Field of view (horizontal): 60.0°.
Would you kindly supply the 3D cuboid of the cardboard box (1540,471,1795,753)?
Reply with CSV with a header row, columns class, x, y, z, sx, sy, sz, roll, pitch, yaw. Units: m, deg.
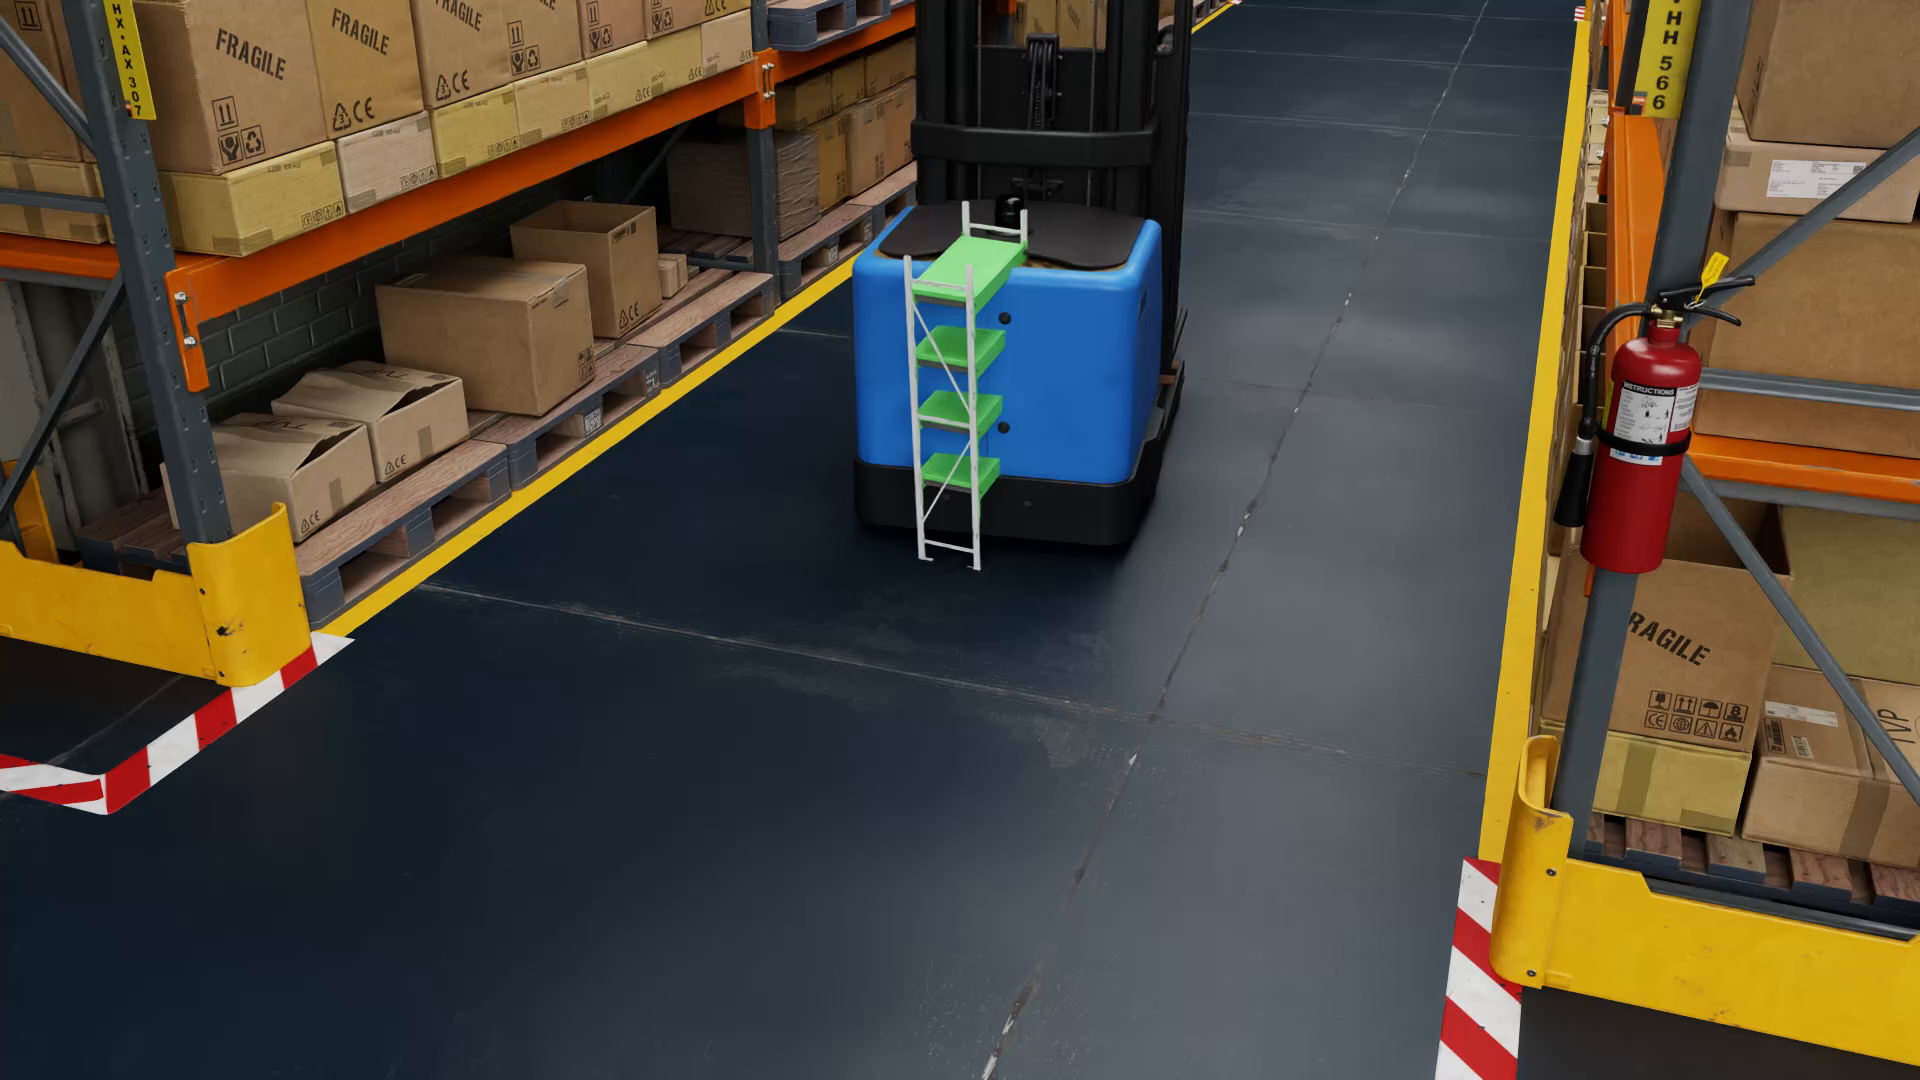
class,x,y,z,sx,sy,sz,roll,pitch,yaw
cardboard box,1.800,0.166,4.277,0.500,0.500,0.500,9,27,17

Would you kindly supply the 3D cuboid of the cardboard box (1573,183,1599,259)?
class,x,y,z,sx,sy,sz,roll,pitch,yaw
cardboard box,3.265,-1.551,8.042,0.500,0.311,0.500,10,27,19

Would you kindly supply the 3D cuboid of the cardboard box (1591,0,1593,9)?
class,x,y,z,sx,sy,sz,roll,pitch,yaw
cardboard box,6.611,-5.429,16.671,0.500,0.250,0.500,9,27,17

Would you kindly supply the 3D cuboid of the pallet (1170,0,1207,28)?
class,x,y,z,sx,sy,sz,roll,pitch,yaw
pallet,1.954,-5.478,17.323,1.003,0.211,1.213,9,27,17

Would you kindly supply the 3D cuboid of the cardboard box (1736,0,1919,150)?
class,x,y,z,sx,sy,sz,roll,pitch,yaw
cardboard box,2.087,-1.122,3.521,0.700,0.500,0.500,9,27,18

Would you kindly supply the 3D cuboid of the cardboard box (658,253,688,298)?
class,x,y,z,sx,sy,sz,roll,pitch,yaw
cardboard box,-1.589,-1.340,8.322,0.380,0.166,0.250,5,26,11

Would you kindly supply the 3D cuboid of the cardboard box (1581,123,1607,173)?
class,x,y,z,sx,sy,sz,roll,pitch,yaw
cardboard box,3.774,-2.173,9.327,0.500,0.311,0.500,8,27,16

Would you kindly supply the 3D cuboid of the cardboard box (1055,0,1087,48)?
class,x,y,z,sx,sy,sz,roll,pitch,yaw
cardboard box,0.557,-4.149,13.362,0.750,0.750,0.750,9,27,17

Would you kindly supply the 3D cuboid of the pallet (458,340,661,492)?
class,x,y,z,sx,sy,sz,roll,pitch,yaw
pallet,-2.034,-0.602,7.252,1.003,0.211,1.213,9,27,17

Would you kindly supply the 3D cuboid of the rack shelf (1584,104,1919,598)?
class,x,y,z,sx,sy,sz,roll,pitch,yaw
rack shelf,2.567,-0.779,5.243,1.077,0.370,4.000,9,27,17

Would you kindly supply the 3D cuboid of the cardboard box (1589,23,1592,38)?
class,x,y,z,sx,sy,sz,roll,pitch,yaw
cardboard box,5.885,-4.565,15.004,0.380,0.149,0.250,9,27,17

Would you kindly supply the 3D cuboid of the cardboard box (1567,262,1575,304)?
class,x,y,z,sx,sy,sz,roll,pitch,yaw
cardboard box,3.098,-1.089,7.730,0.500,0.250,0.500,8,27,17

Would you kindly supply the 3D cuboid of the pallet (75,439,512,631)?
class,x,y,z,sx,sy,sz,roll,pitch,yaw
pallet,-2.442,-0.103,6.220,1.003,0.211,1.213,9,27,17

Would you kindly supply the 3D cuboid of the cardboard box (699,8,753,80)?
class,x,y,z,sx,sy,sz,roll,pitch,yaw
cardboard box,-1.311,-2.345,7.799,0.500,0.250,0.500,9,27,18

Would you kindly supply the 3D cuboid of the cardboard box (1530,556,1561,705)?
class,x,y,z,sx,sy,sz,roll,pitch,yaw
cardboard box,1.957,0.297,4.868,0.500,0.250,0.500,9,27,17

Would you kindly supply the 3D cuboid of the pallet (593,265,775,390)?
class,x,y,z,sx,sy,sz,roll,pitch,yaw
pallet,-1.630,-1.105,8.291,1.003,0.211,1.213,9,27,17

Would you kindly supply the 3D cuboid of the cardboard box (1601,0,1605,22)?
class,x,y,z,sx,sy,sz,roll,pitch,yaw
cardboard box,5.172,-4.048,12.673,0.500,0.250,0.500,9,27,18

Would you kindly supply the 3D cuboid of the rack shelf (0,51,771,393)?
class,x,y,z,sx,sy,sz,roll,pitch,yaw
rack shelf,-2.105,-1.496,6.723,1.077,0.370,4.000,9,27,17

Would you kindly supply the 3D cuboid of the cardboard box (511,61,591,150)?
class,x,y,z,sx,sy,sz,roll,pitch,yaw
cardboard box,-1.804,-1.725,6.520,0.500,0.250,0.500,9,27,18

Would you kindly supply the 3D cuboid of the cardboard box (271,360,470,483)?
class,x,y,z,sx,sy,sz,roll,pitch,yaw
cardboard box,-2.266,-0.491,6.403,0.500,0.311,0.500,11,28,22

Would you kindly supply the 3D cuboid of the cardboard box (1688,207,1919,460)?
class,x,y,z,sx,sy,sz,roll,pitch,yaw
cardboard box,2.069,-0.516,3.759,0.700,0.500,0.500,9,27,17

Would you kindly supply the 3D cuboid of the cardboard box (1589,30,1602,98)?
class,x,y,z,sx,sy,sz,roll,pitch,yaw
cardboard box,4.995,-3.489,12.378,0.500,0.500,0.500,8,27,15

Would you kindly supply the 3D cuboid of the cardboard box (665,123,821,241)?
class,x,y,z,sx,sy,sz,roll,pitch,yaw
cardboard box,-1.210,-2.019,9.342,0.700,0.500,0.500,10,27,19

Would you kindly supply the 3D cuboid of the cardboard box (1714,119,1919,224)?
class,x,y,z,sx,sy,sz,roll,pitch,yaw
cardboard box,1.849,-0.803,3.607,0.380,0.149,0.250,8,27,17

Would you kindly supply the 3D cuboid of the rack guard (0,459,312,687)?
class,x,y,z,sx,sy,sz,roll,pitch,yaw
rack guard,-2.745,0.096,5.478,1.175,0.500,0.348,9,27,17

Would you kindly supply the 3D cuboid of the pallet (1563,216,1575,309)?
class,x,y,z,sx,sy,sz,roll,pitch,yaw
pallet,3.846,-1.481,9.067,1.003,0.211,1.213,9,27,17

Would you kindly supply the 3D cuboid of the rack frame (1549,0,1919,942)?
class,x,y,z,sx,sy,sz,roll,pitch,yaw
rack frame,1.902,-0.281,3.388,1.000,3.000,0.127,9,27,17

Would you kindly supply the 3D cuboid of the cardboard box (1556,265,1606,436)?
class,x,y,z,sx,sy,sz,roll,pitch,yaw
cardboard box,2.451,-0.658,5.979,0.500,0.500,0.500,9,27,17

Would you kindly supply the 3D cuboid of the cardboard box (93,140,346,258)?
class,x,y,z,sx,sy,sz,roll,pitch,yaw
cardboard box,-2.309,-1.094,5.216,0.500,0.250,0.500,8,27,16

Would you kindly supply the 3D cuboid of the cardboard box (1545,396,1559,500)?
class,x,y,z,sx,sy,sz,roll,pitch,yaw
cardboard box,2.450,-0.320,6.143,0.500,0.250,0.500,9,27,17

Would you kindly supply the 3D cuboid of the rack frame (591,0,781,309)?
class,x,y,z,sx,sy,sz,roll,pitch,yaw
rack frame,-1.440,-2.642,8.264,1.000,3.000,0.127,9,27,17

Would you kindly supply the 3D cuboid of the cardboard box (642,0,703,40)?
class,x,y,z,sx,sy,sz,roll,pitch,yaw
cardboard box,-1.466,-2.476,7.210,0.500,0.500,0.500,9,27,17

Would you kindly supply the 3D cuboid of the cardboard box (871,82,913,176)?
class,x,y,z,sx,sy,sz,roll,pitch,yaw
cardboard box,-0.719,-2.652,10.648,0.700,0.500,0.500,9,27,17

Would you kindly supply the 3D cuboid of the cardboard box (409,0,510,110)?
class,x,y,z,sx,sy,sz,roll,pitch,yaw
cardboard box,-1.977,-1.843,5.902,0.500,0.500,0.500,8,27,16

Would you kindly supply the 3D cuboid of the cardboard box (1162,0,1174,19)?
class,x,y,z,sx,sy,sz,roll,pitch,yaw
cardboard box,1.738,-5.492,16.537,0.700,0.500,0.500,8,27,17

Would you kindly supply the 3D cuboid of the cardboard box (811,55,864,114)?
class,x,y,z,sx,sy,sz,roll,pitch,yaw
cardboard box,-0.897,-2.753,9.997,0.500,0.250,0.500,8,27,16

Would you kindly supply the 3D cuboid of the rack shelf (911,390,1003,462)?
class,x,y,z,sx,sy,sz,roll,pitch,yaw
rack shelf,0.043,-0.481,5.958,0.258,0.148,0.480,12,36,20

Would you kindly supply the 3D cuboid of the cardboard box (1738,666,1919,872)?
class,x,y,z,sx,sy,sz,roll,pitch,yaw
cardboard box,2.290,0.579,4.285,0.500,0.250,0.500,9,27,17

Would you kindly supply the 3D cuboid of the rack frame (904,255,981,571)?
class,x,y,z,sx,sy,sz,roll,pitch,yaw
rack frame,-0.055,-0.408,5.737,0.240,1.200,0.015,12,36,20

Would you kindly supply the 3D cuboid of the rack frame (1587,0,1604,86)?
class,x,y,z,sx,sy,sz,roll,pitch,yaw
rack frame,5.895,-5.212,13.573,1.000,3.000,0.127,9,27,17

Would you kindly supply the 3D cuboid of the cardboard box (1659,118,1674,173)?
class,x,y,z,sx,sy,sz,roll,pitch,yaw
cardboard box,2.922,-1.569,5.933,0.700,0.500,0.500,8,27,17

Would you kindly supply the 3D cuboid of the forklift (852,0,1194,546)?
class,x,y,z,sx,sy,sz,roll,pitch,yaw
forklift,0.416,-1.918,6.847,1.130,2.935,3.031,5,26,11

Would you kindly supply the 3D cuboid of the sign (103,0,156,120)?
class,x,y,z,sx,sy,sz,roll,pitch,yaw
sign,-2.259,-1.309,4.518,0.100,0.325,0.005,9,27,17

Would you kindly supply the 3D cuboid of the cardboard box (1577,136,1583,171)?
class,x,y,z,sx,sy,sz,roll,pitch,yaw
cardboard box,4.113,-2.347,10.330,0.500,0.250,0.500,9,27,17

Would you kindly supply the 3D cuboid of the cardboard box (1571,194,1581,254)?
class,x,y,z,sx,sy,sz,roll,pitch,yaw
cardboard box,3.608,-1.716,9.024,0.500,0.250,0.500,9,27,18

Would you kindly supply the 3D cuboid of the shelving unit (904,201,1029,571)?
class,x,y,z,sx,sy,sz,roll,pitch,yaw
shelving unit,0.041,-0.534,5.922,0.258,1.200,0.503,12,36,20
